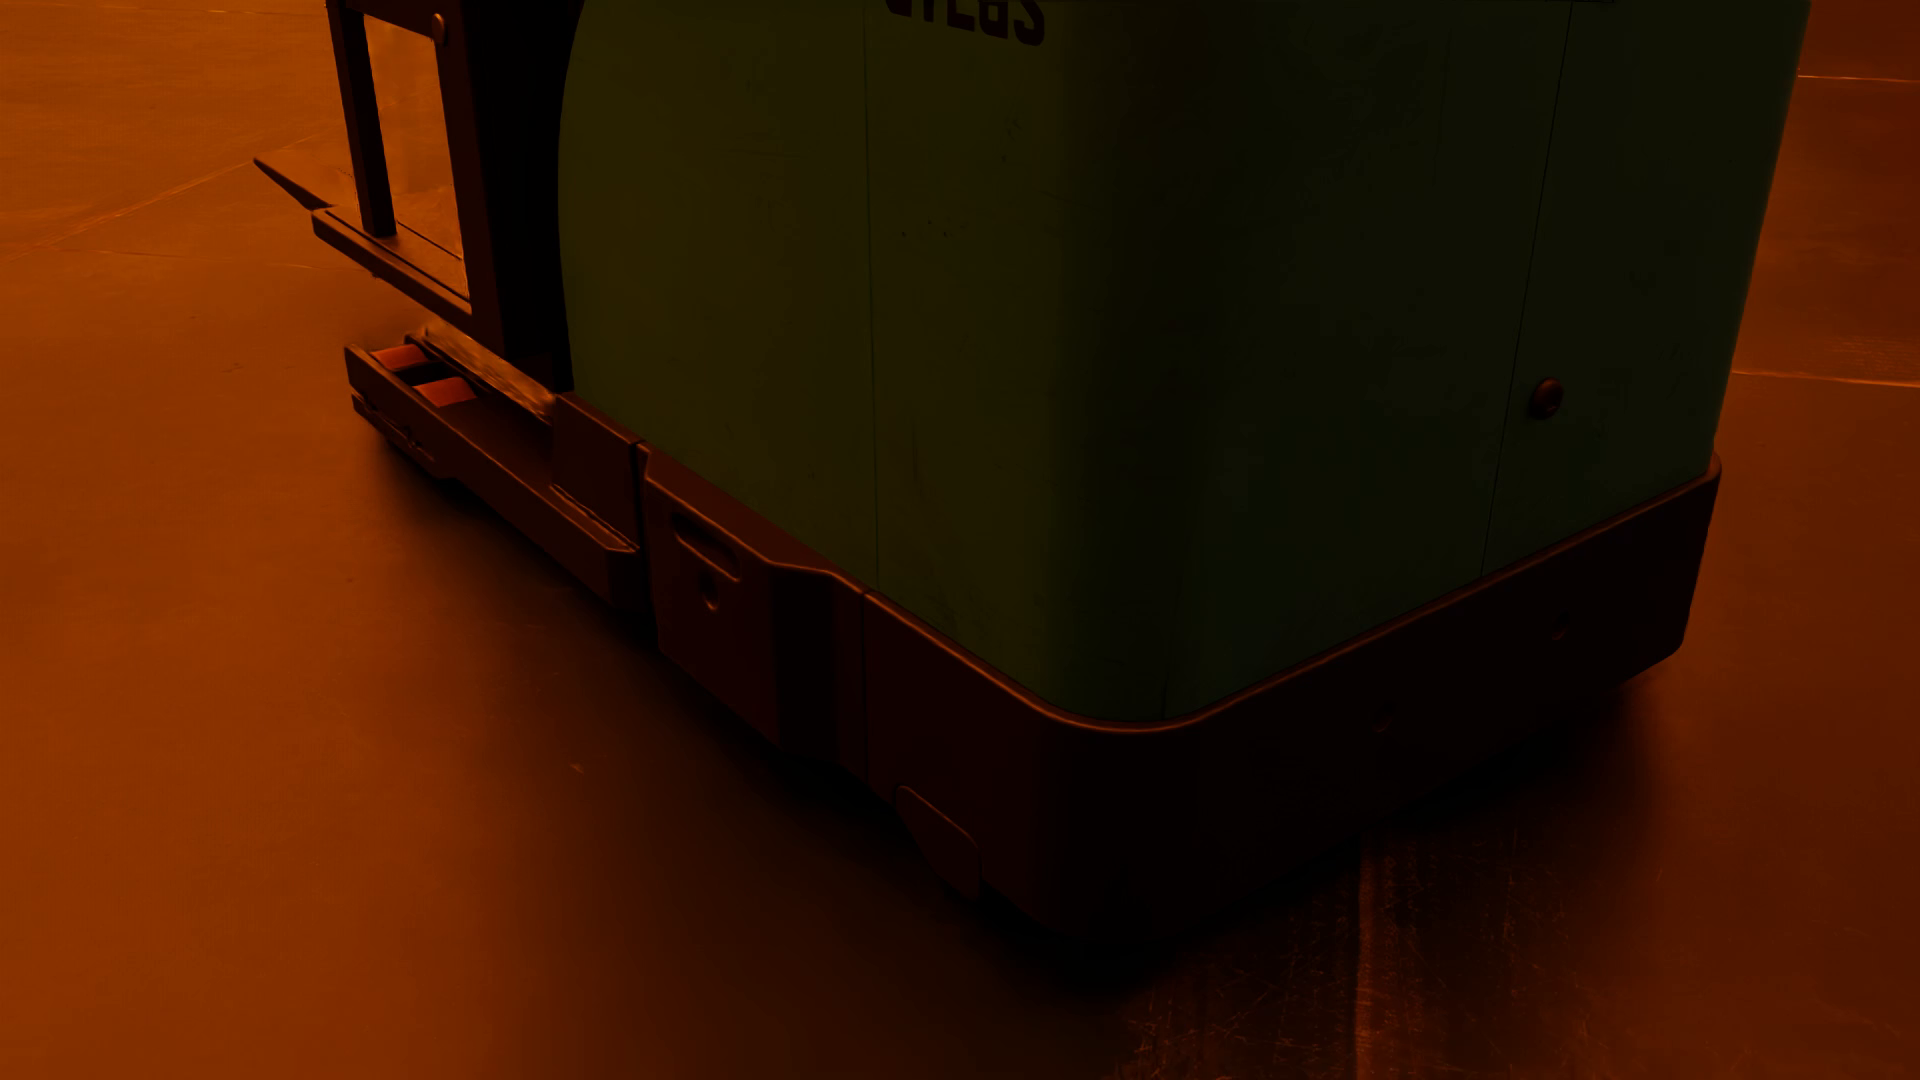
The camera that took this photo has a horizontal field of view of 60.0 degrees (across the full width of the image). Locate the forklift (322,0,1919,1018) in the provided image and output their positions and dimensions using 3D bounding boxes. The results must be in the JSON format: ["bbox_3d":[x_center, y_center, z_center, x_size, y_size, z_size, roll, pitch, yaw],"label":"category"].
[{"bbox_3d":[0.524,-1.124,1.474,3.031,2.935,1.130,22,34,36],"label":"forklift"}]
